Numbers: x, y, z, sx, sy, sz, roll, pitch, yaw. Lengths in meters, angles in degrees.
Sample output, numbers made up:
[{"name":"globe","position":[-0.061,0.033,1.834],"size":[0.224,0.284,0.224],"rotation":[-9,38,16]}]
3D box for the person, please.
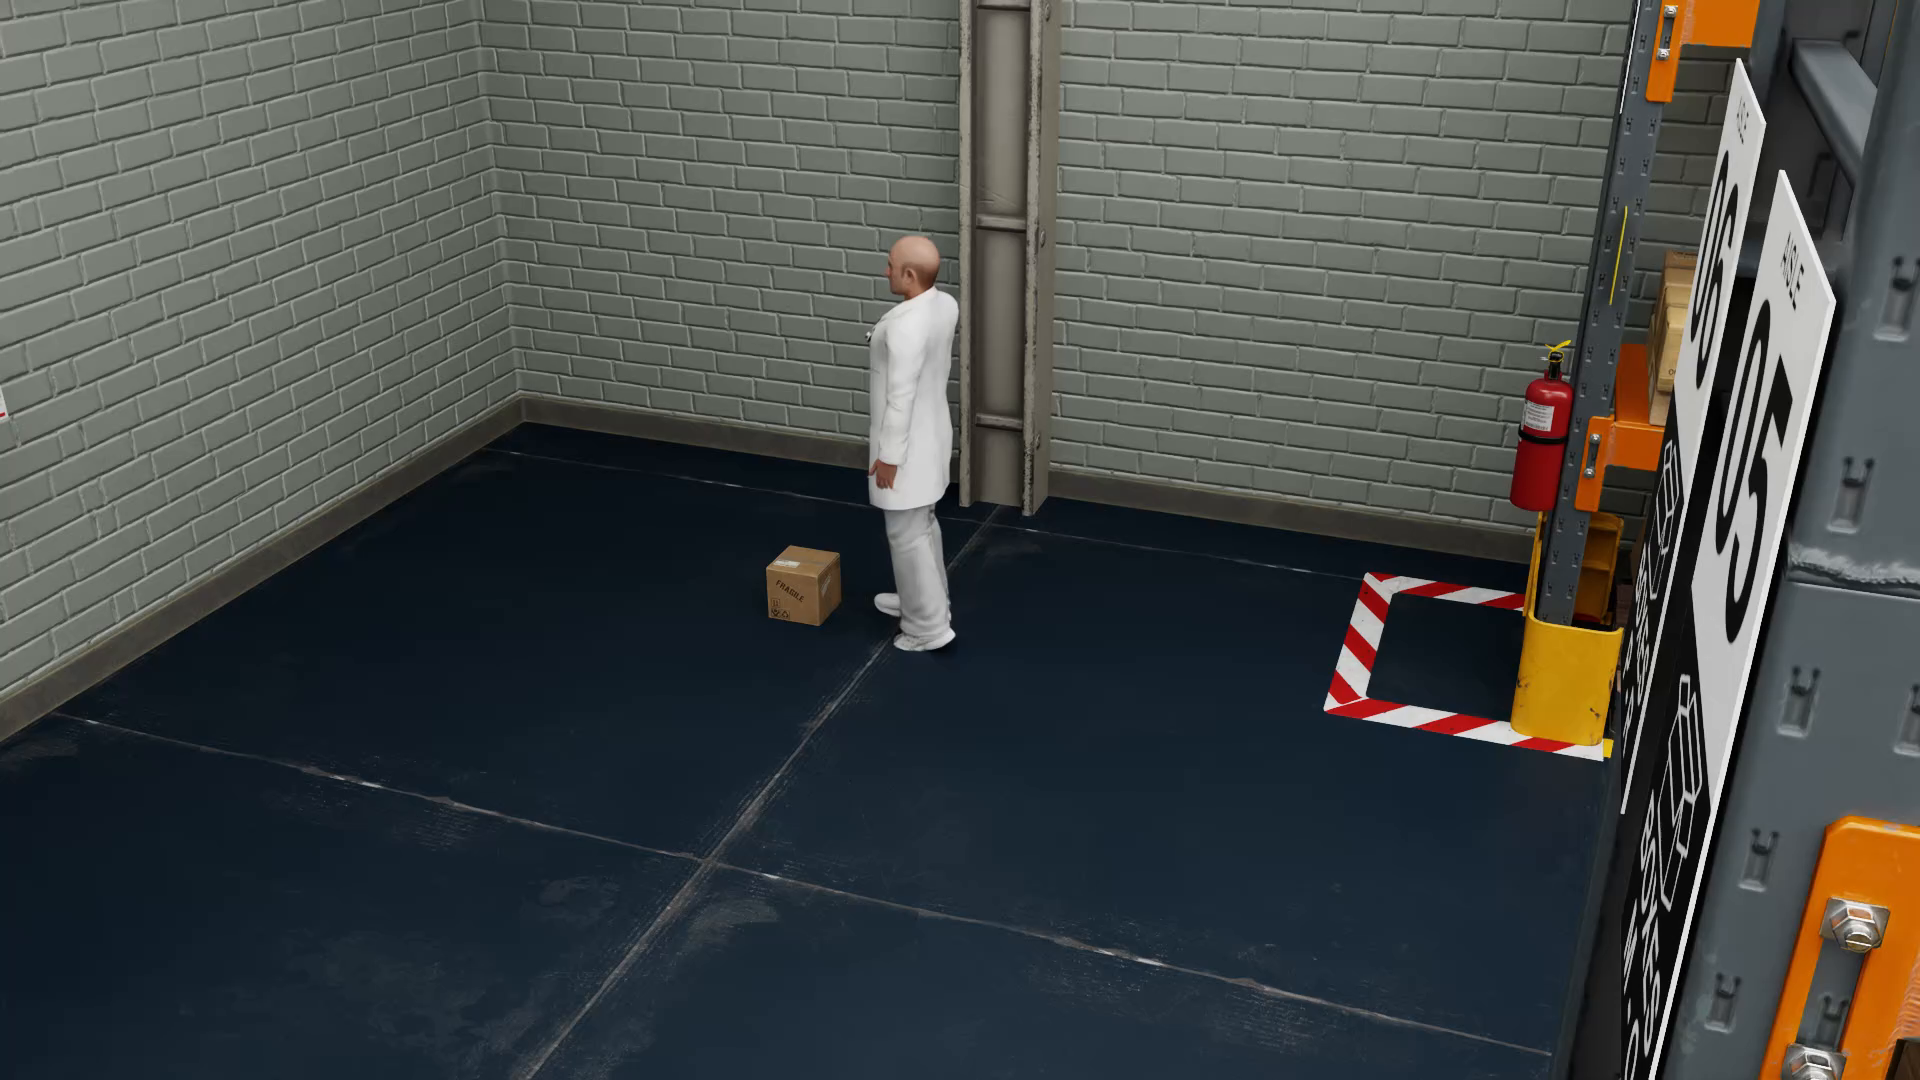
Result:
[{"name":"person","position":[-0.207,-0.376,7.000],"size":[0.480,1.848,0.573],"rotation":[9,27,18]}]
